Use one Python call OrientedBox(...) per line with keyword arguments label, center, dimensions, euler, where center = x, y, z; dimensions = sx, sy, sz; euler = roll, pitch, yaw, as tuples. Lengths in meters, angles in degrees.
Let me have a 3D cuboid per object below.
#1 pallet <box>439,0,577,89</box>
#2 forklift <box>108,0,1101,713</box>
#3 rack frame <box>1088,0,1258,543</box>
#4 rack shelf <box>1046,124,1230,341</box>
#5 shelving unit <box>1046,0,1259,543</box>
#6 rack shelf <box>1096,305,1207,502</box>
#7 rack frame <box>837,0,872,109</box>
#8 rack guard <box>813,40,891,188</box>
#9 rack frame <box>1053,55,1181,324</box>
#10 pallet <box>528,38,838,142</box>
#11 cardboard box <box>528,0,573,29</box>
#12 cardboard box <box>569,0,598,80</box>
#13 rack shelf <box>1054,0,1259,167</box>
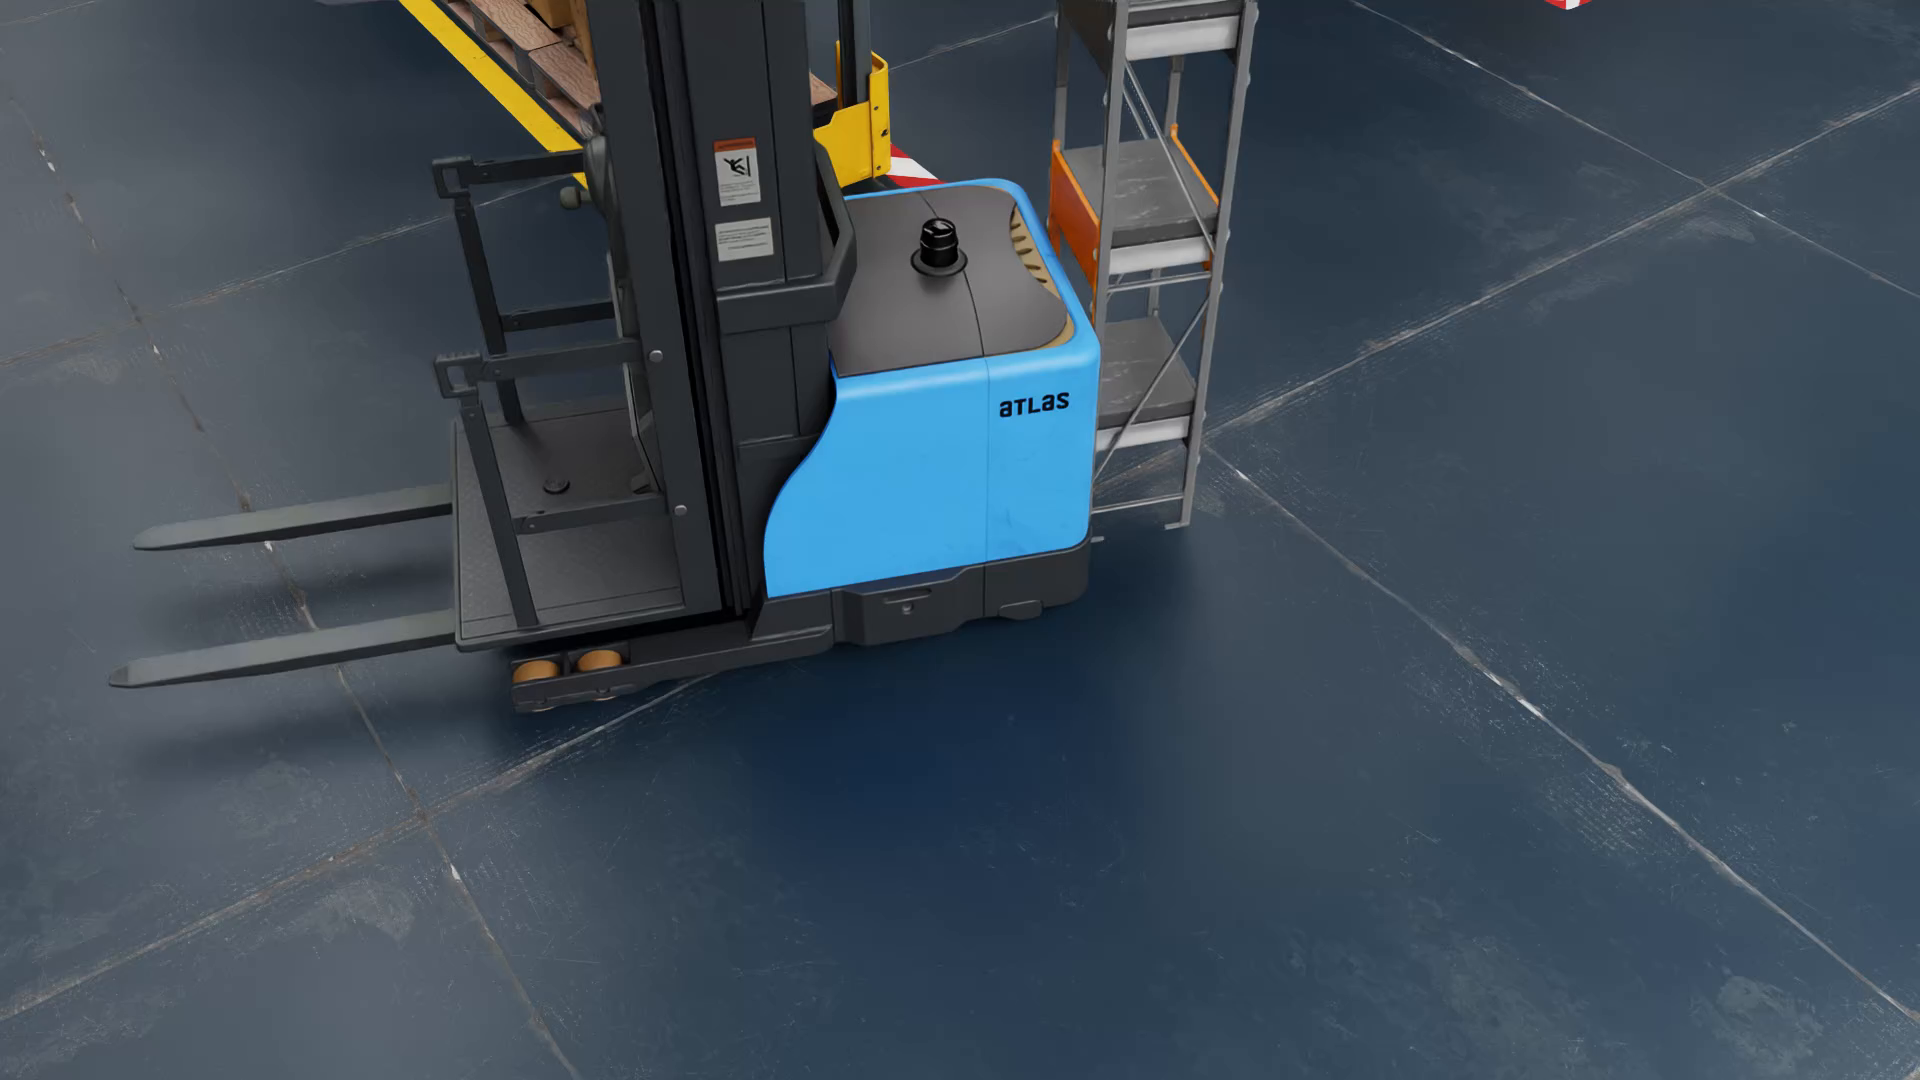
OrientedBox(label="pallet", center=(-1.993, -2.779, 8.509), dimensions=(1.003, 0.211, 1.213), euler=(-26, 49, -24))
OrientedBox(label="forklift", center=(-1.150, -0.928, 4.600), dimensions=(3.031, 2.935, 1.130), euler=(-9, 44, -10))
OrientedBox(label="rack frame", center=(0.604, -0.780, 5.047), dimensions=(0.400, 2.100, 0.015), euler=(-10, 45, -10))
OrientedBox(label="rack shelf", center=(0.545, -0.934, 5.227), dimensions=(0.431, 0.518, 0.480), euler=(-10, 45, -10))
OrientedBox(label="shelving unit", center=(0.545, -0.944, 5.218), dimensions=(0.431, 2.100, 0.503), euler=(-10, 45, -10))
OrientedBox(label="rack shelf", center=(0.545, -0.428, 5.711), dimensions=(0.431, 0.518, 0.480), euler=(-10, 45, -10))
OrientedBox(label="rack frame", center=(-0.820, -2.581, 6.281), dimensions=(1.000, 3.000, 0.127), euler=(-26, 49, -24))
OrientedBox(label="rack guard", center=(-0.863, -1.719, 7.189), dimensions=(1.175, 0.500, 0.348), euler=(-26, 49, -24))
OrientedBox(label="rack frame", center=(0.485, -1.107, 5.389), dimensions=(0.400, 2.100, 0.015), euler=(-10, 45, -10))
OrientedBox(label="pallet", center=(-1.299, -2.089, 7.785), dimensions=(1.003, 0.211, 1.213), euler=(-26, 49, -24))
OrientedBox(label="cardboard box", center=(-1.876, -2.876, 8.096), dimensions=(0.500, 0.500, 0.500), euler=(-21, 48, -21))
OrientedBox(label="cardboard box", center=(-1.533, -2.514, 7.717), dimensions=(0.500, 0.500, 0.500), euler=(-14, 45, -14))
OrientedBox(label="rack shelf", center=(0.545, -1.440, 4.744), dimensions=(0.431, 0.518, 0.480), euler=(-10, 45, -10))
